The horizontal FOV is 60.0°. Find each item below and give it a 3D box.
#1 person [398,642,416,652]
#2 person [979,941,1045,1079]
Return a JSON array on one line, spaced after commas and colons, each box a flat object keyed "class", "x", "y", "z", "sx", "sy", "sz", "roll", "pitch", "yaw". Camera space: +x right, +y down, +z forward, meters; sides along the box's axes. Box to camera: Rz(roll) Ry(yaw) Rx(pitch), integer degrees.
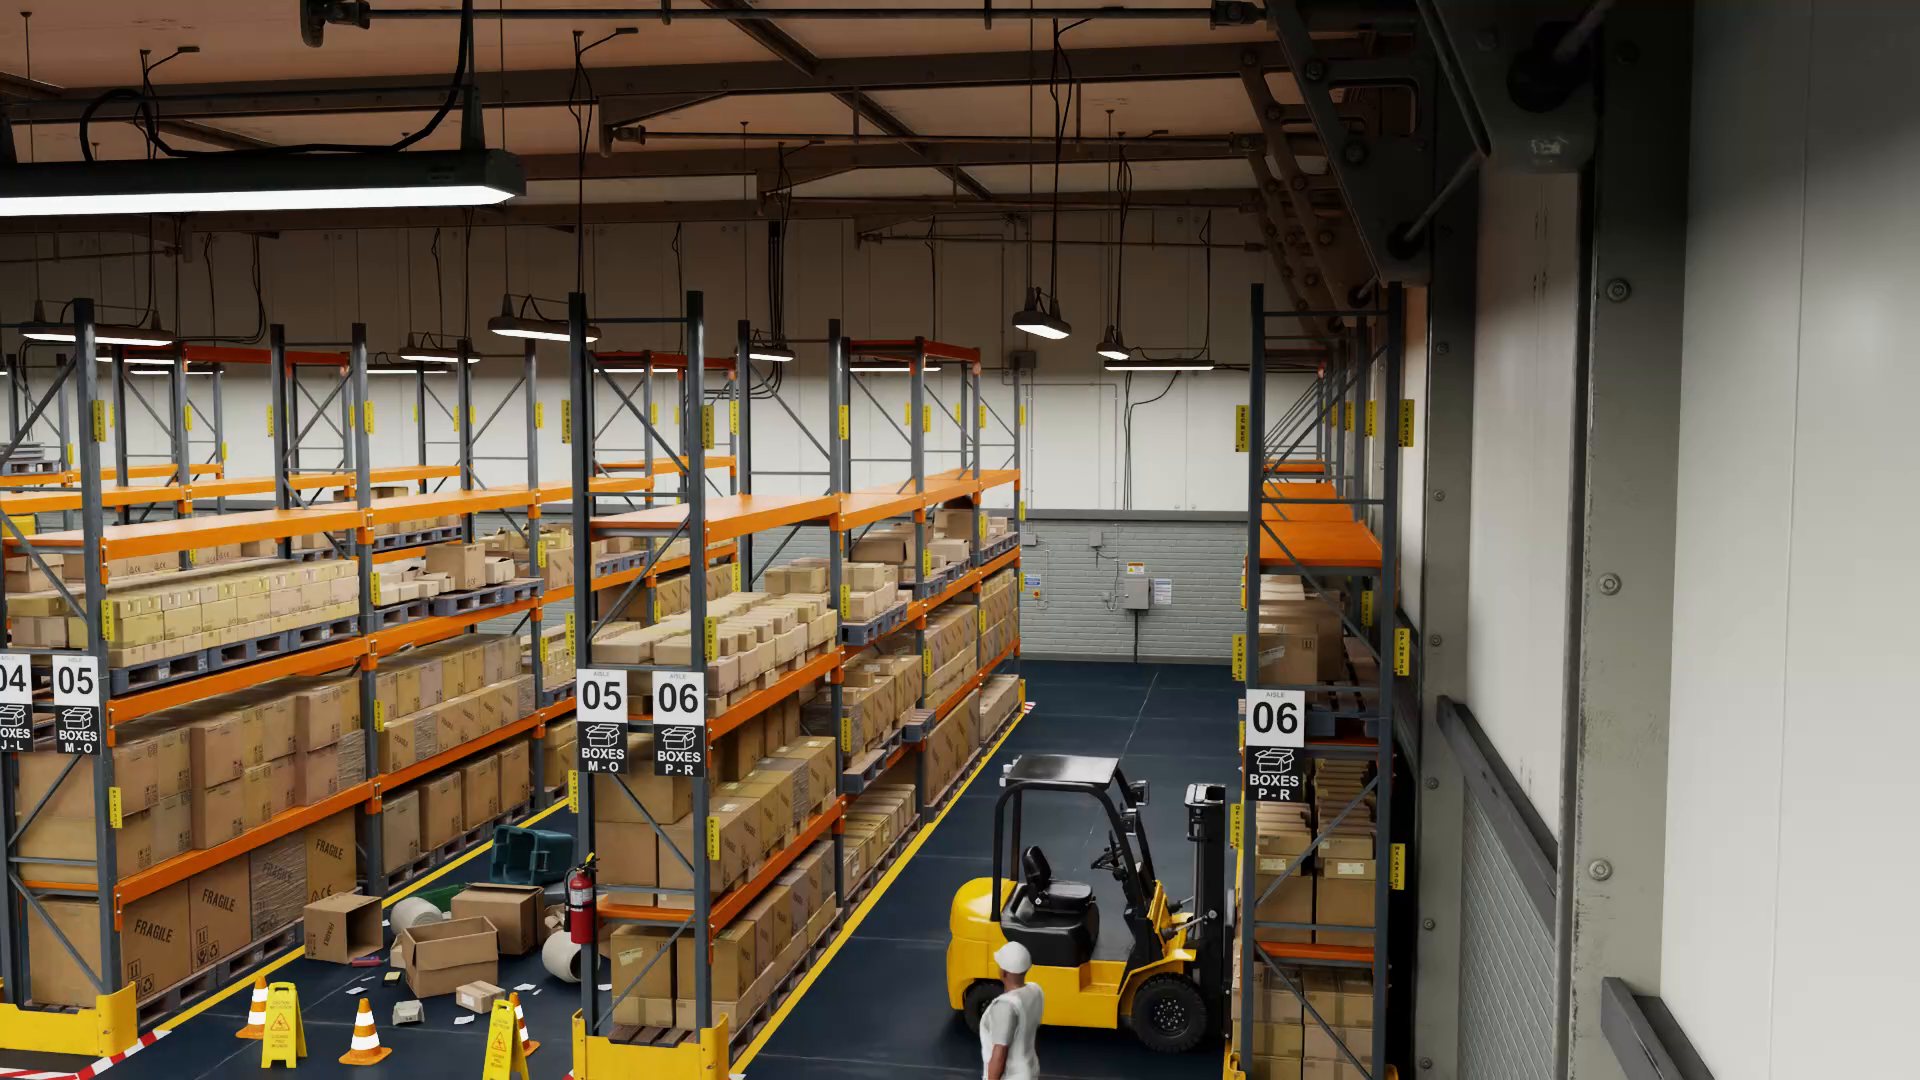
[{"class": "person", "x": -8.104, "y": 2.334, "z": 24.571, "sx": 0.433, "sy": 1.693, "sz": 0.458, "roll": -3, "pitch": 6, "yaw": -36}, {"class": "person", "x": 0.338, "y": 3.431, "z": 10.489, "sx": 0.416, "sy": 1.801, "sz": 0.608, "roll": 1, "pitch": 5, "yaw": 15}]
